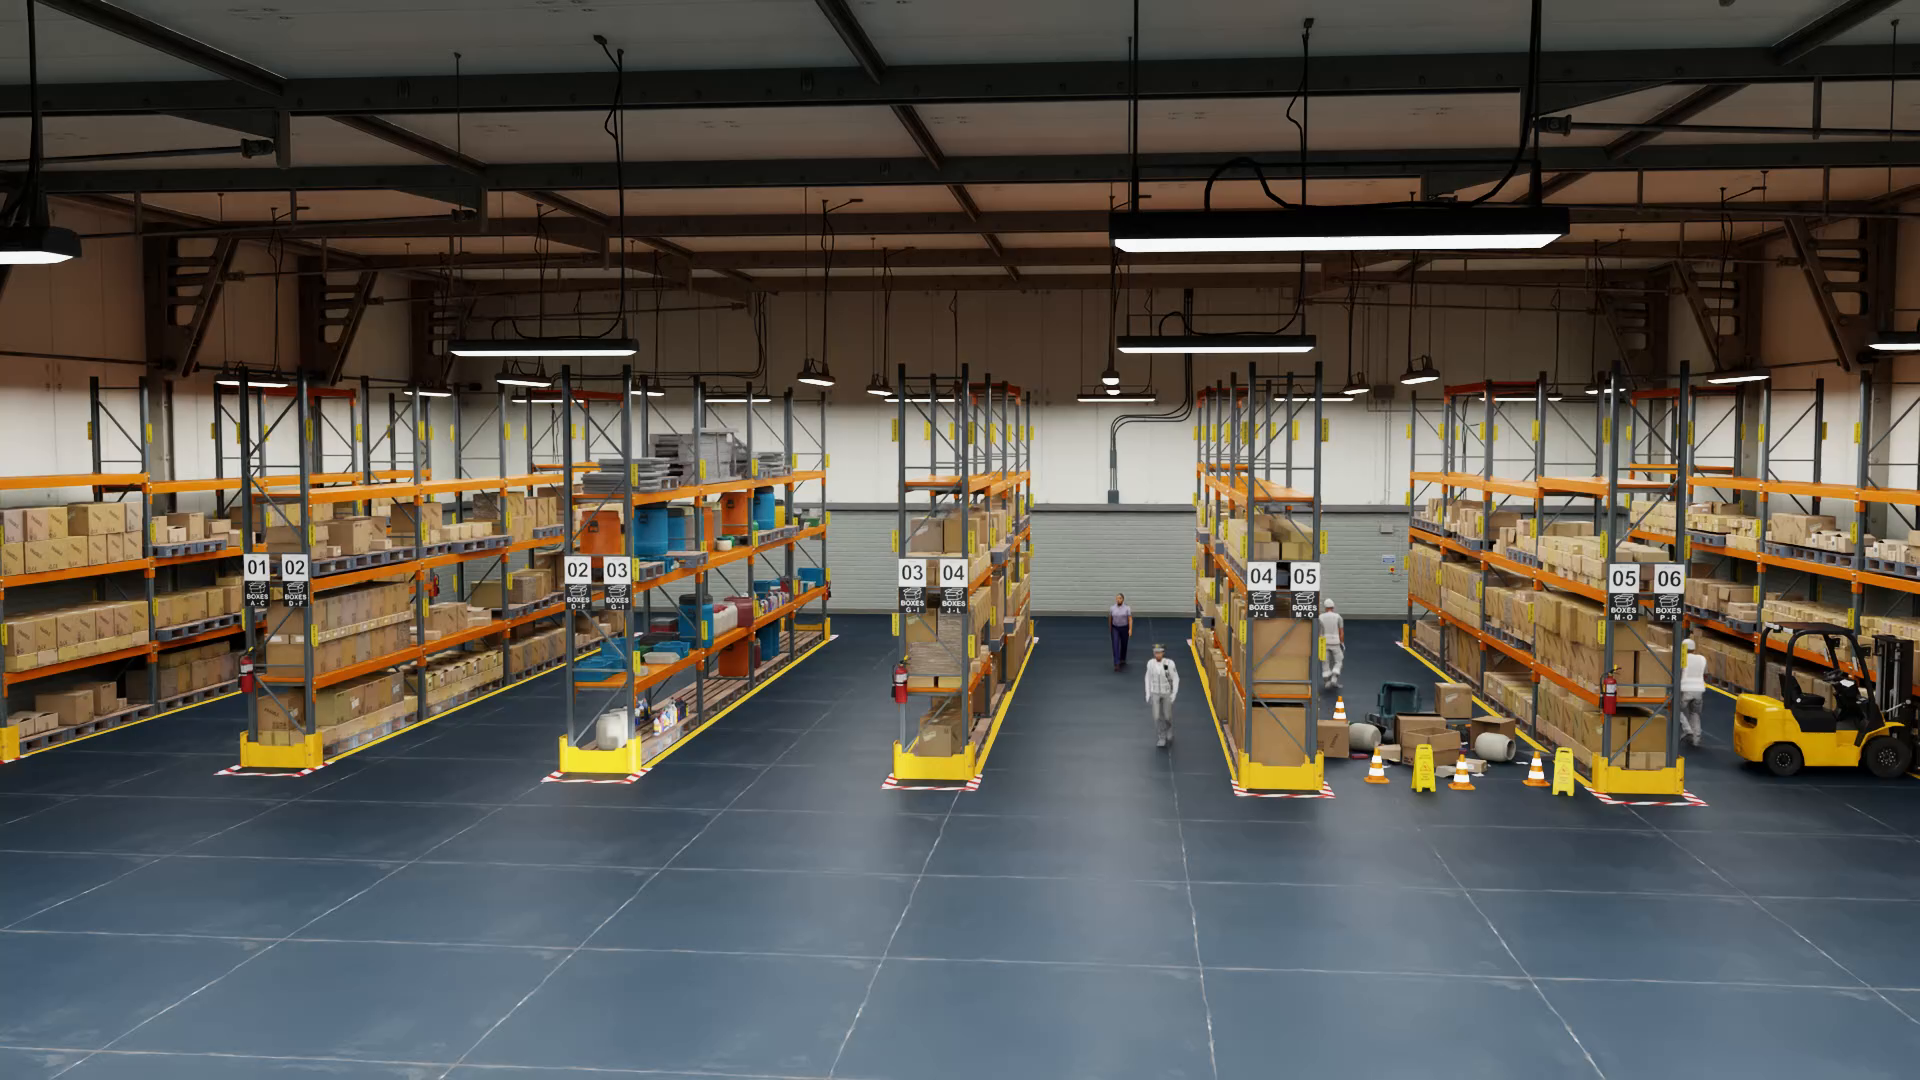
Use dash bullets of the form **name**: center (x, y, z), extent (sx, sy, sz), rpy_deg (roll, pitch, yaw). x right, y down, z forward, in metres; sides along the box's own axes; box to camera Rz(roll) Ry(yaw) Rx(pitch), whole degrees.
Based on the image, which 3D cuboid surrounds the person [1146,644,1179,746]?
- **person**: center (3.264, 2.467, 26.768), extent (0.550, 1.654, 0.564), rpy_deg (1, 4, 19)

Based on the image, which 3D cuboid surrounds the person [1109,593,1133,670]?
- **person**: center (3.413, 1.926, 35.315), extent (0.496, 1.587, 1.034), rpy_deg (0, 4, 2)

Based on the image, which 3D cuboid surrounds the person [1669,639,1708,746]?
- **person**: center (11.785, 2.448, 26.871), extent (0.644, 1.673, 0.787), rpy_deg (0, 4, 6)

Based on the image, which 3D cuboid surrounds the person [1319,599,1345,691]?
- **person**: center (7.196, 2.040, 32.365), extent (0.578, 1.787, 0.533), rpy_deg (1, 4, 15)
